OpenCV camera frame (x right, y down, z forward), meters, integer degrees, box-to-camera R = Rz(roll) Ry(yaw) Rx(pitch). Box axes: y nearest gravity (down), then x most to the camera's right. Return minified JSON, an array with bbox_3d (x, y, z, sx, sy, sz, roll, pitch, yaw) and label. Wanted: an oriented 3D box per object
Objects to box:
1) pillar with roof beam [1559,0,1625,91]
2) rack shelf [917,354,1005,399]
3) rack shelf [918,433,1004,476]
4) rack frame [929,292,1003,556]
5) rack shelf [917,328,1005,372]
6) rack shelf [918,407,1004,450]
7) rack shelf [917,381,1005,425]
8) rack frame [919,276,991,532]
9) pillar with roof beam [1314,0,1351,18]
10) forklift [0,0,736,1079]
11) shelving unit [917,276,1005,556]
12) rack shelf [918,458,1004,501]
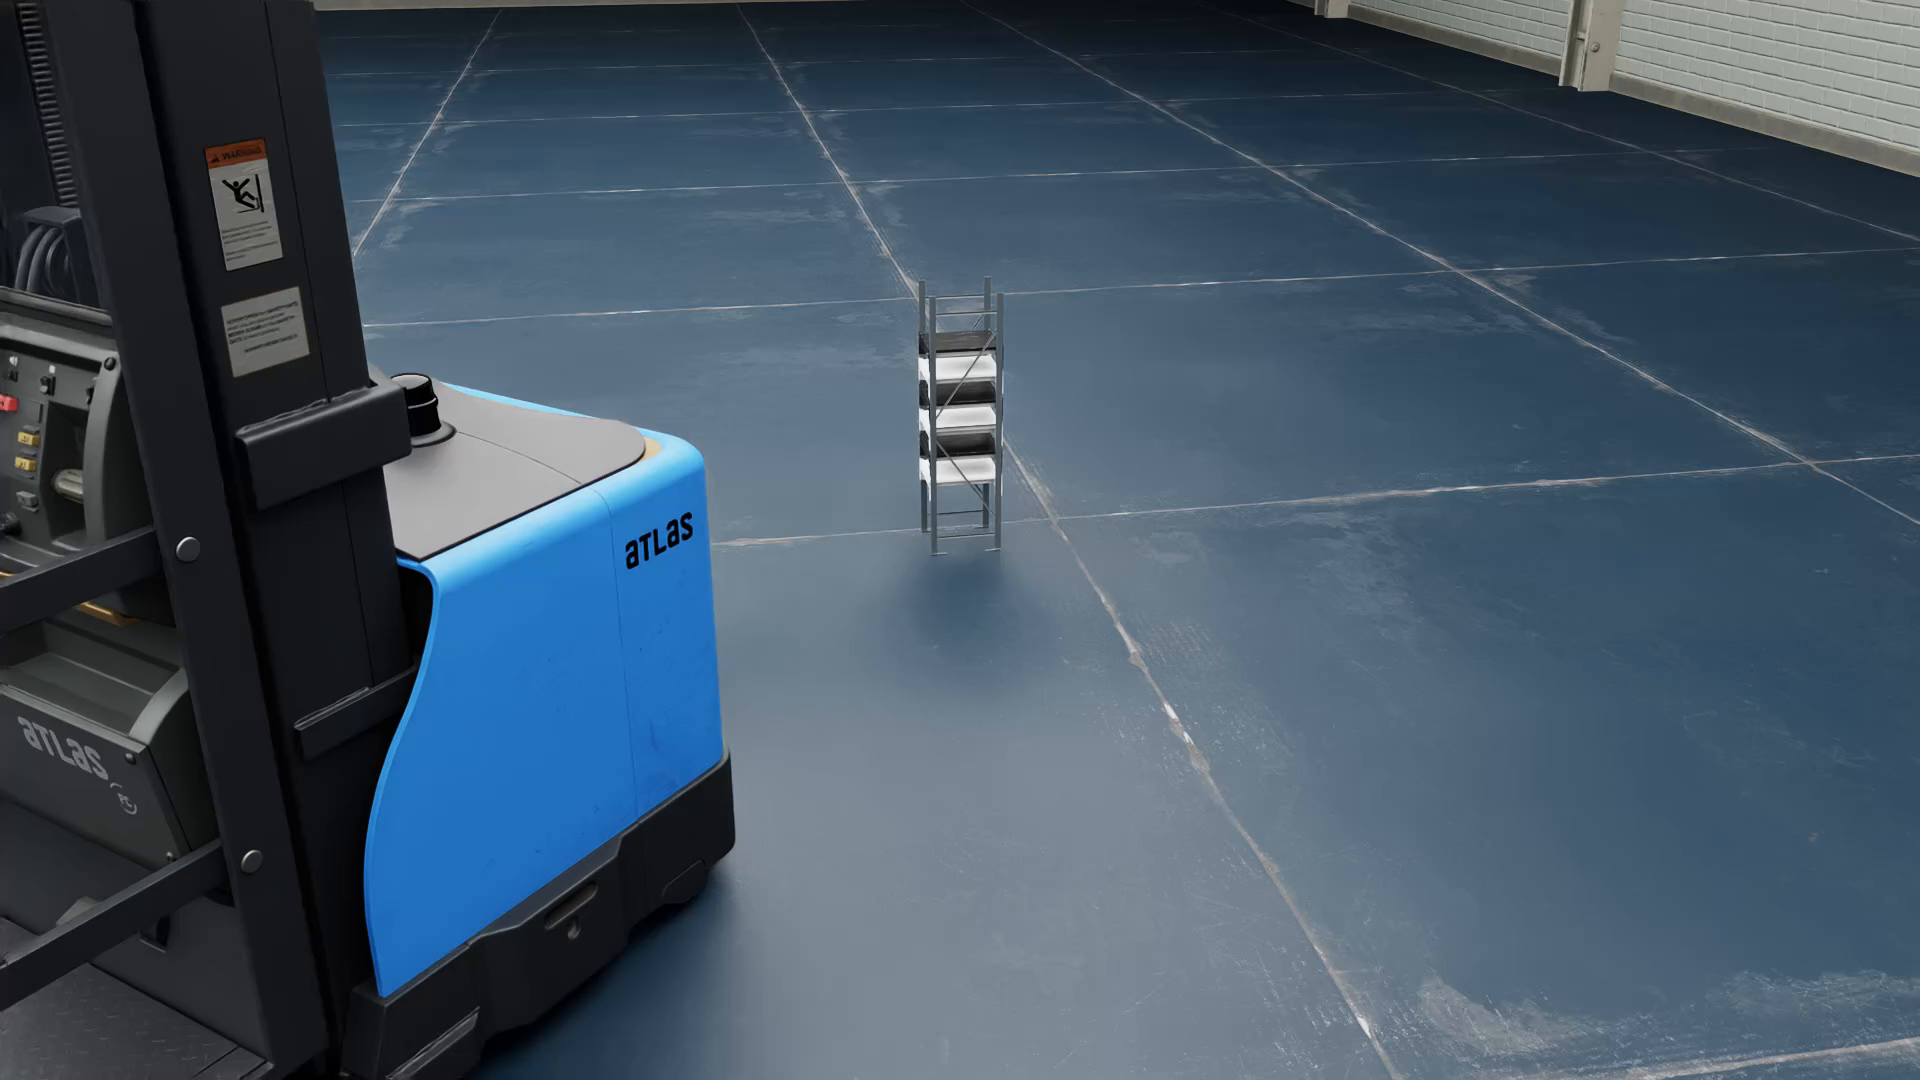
[{"bbox_3d":[1.496,-7.952,12.714,9.100,9.000,0.400,-4,24,-10],"label":"pillar with roof beam"},{"bbox_3d":[0.001,-0.544,5.504,0.258,0.077,0.200,-4,24,-10],"label":"rack shelf"},{"bbox_3d":[0.001,-0.296,5.612,0.258,0.077,0.200,-4,24,-10],"label":"rack shelf"},{"bbox_3d":[0.020,-0.369,5.471,0.240,0.900,0.006,-4,24,-10],"label":"rack frame"},{"bbox_3d":[0.001,-0.626,5.468,0.258,0.077,0.200,-4,24,-10],"label":"rack shelf"},{"bbox_3d":[0.001,-0.379,5.576,0.258,0.077,0.200,-4,24,-10],"label":"rack shelf"},{"bbox_3d":[0.001,-0.461,5.540,0.258,0.077,0.200,-4,24,-10],"label":"rack shelf"},{"bbox_3d":[-0.017,-0.449,5.654,0.240,0.900,0.006,-4,24,-10],"label":"rack frame"},{"bbox_3d":[0.387,-10.312,18.118,9.100,9.000,0.400,-4,24,-10],"label":"pillar with roof beam"},{"bbox_3d":[-1.727,-0.168,2.474,1.130,2.935,3.031,14,27,28],"label":"forklift"},{"bbox_3d":[0.001,-0.409,5.563,0.258,0.900,0.210,-4,24,-10],"label":"shelving unit"},{"bbox_3d":[0.001,-0.214,5.648,0.258,0.077,0.200,-4,24,-10],"label":"rack shelf"}]
